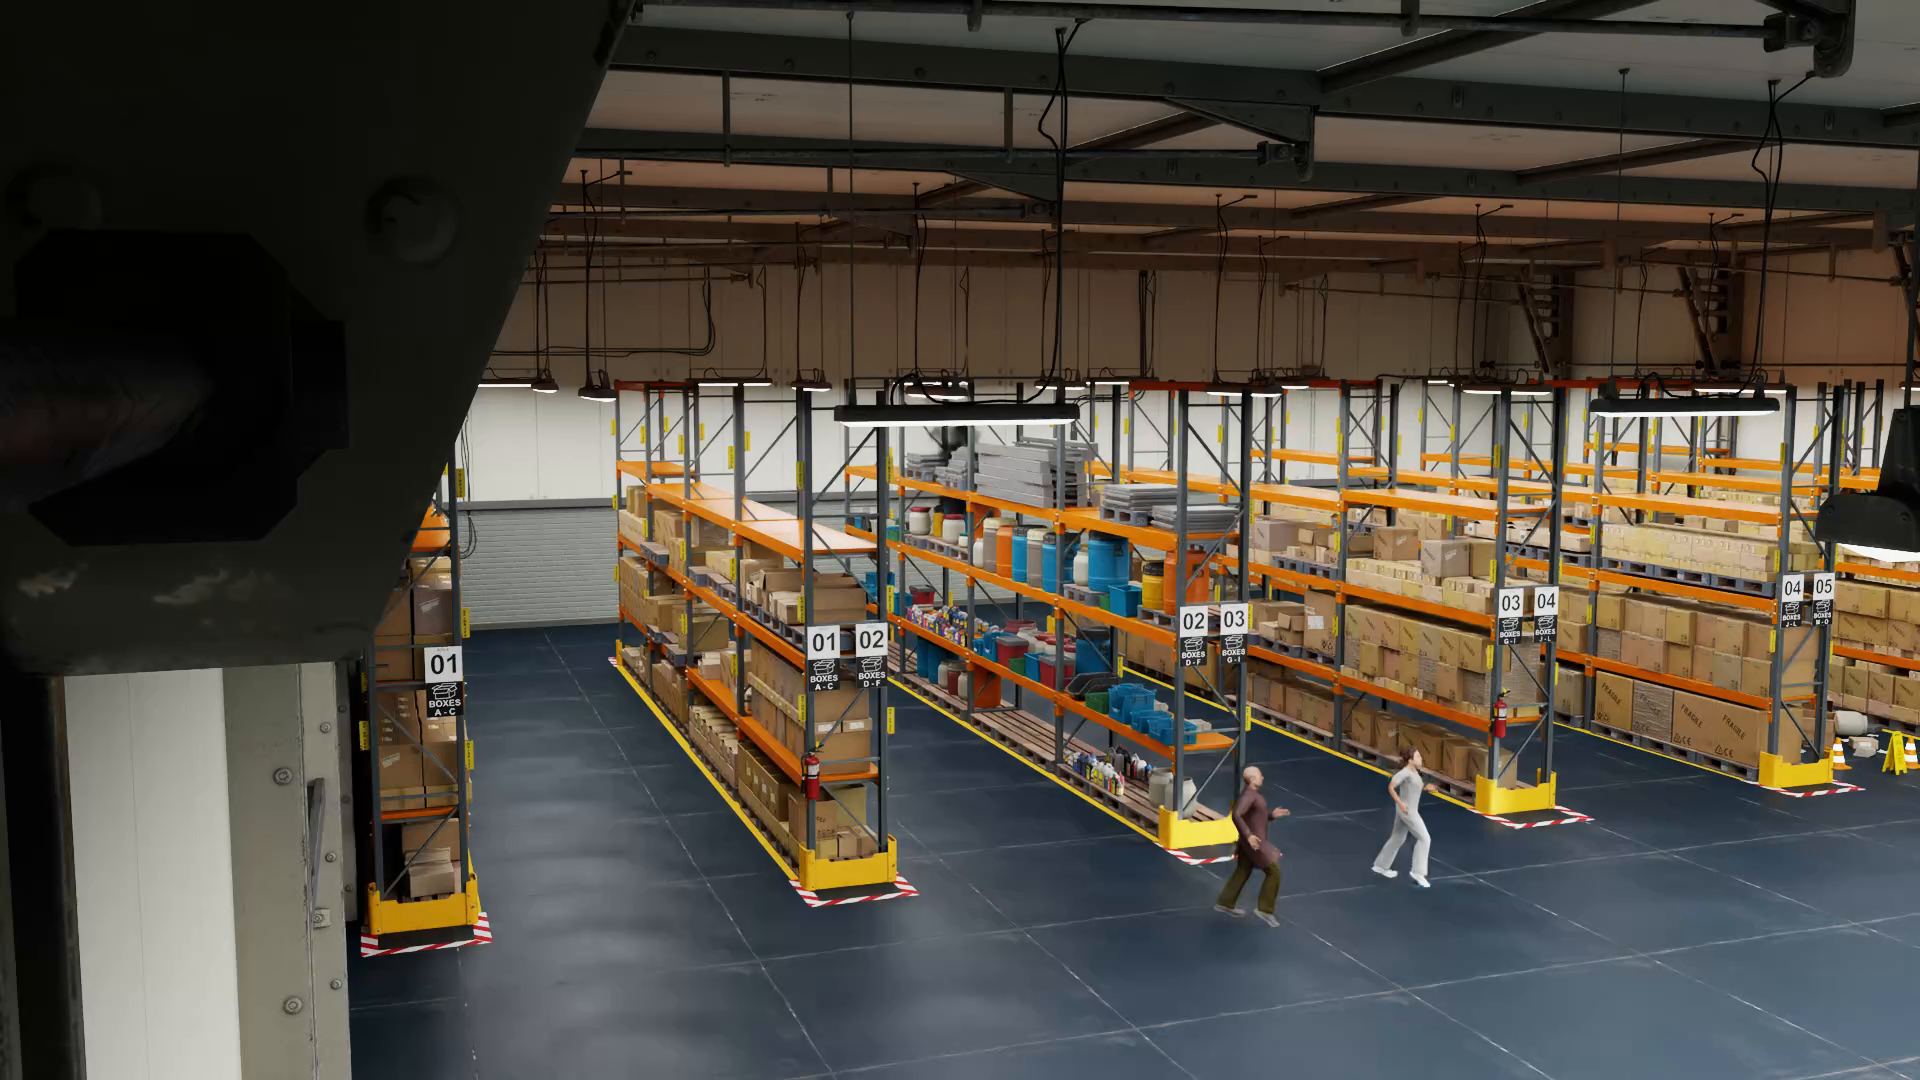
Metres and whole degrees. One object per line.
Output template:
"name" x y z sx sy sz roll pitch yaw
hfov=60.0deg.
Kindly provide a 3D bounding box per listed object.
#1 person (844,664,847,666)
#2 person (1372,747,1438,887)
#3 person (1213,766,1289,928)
"person" -2.166 2.423 28.683 0.656 1.772 0.878 -4 7 -33
"person" 5.440 3.368 20.327 0.757 1.731 0.538 1 6 13
"person" 3.299 3.469 18.782 0.838 1.849 0.669 0 6 -2
